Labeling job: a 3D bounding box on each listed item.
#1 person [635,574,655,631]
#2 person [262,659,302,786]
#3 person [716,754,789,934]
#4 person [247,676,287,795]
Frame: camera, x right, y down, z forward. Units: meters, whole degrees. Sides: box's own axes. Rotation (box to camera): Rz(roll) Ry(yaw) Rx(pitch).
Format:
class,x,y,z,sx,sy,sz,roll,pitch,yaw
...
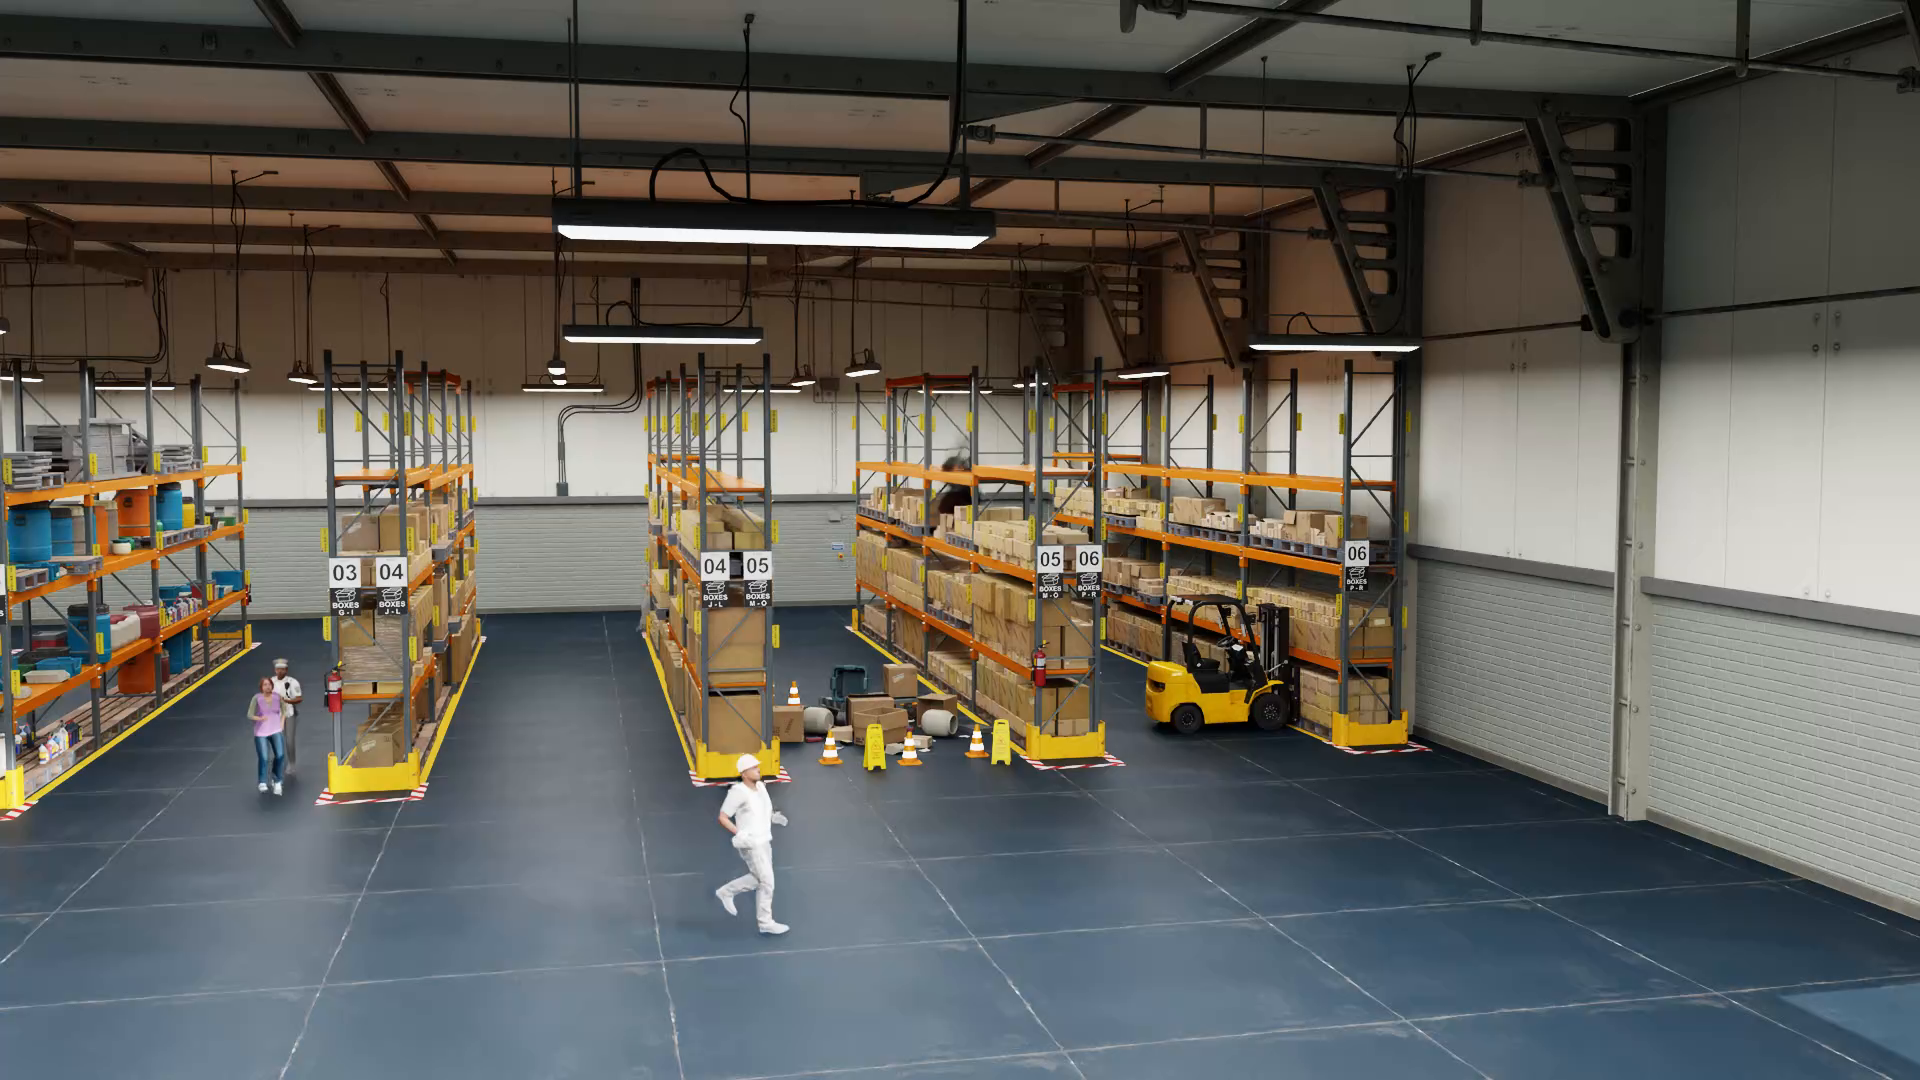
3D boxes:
class,x,y,z,sx,sy,sz,roll,pitch,yaw
person,-7.393,1.330,40.308,0.875,1.793,0.660,-2,4,-27
person,-9.529,2.523,23.366,0.553,1.744,0.799,-1,4,-18
person,-2.074,2.988,16.408,0.839,1.753,0.697,1,4,19
person,-9.320,2.653,22.426,0.539,1.632,0.606,-3,5,-33
